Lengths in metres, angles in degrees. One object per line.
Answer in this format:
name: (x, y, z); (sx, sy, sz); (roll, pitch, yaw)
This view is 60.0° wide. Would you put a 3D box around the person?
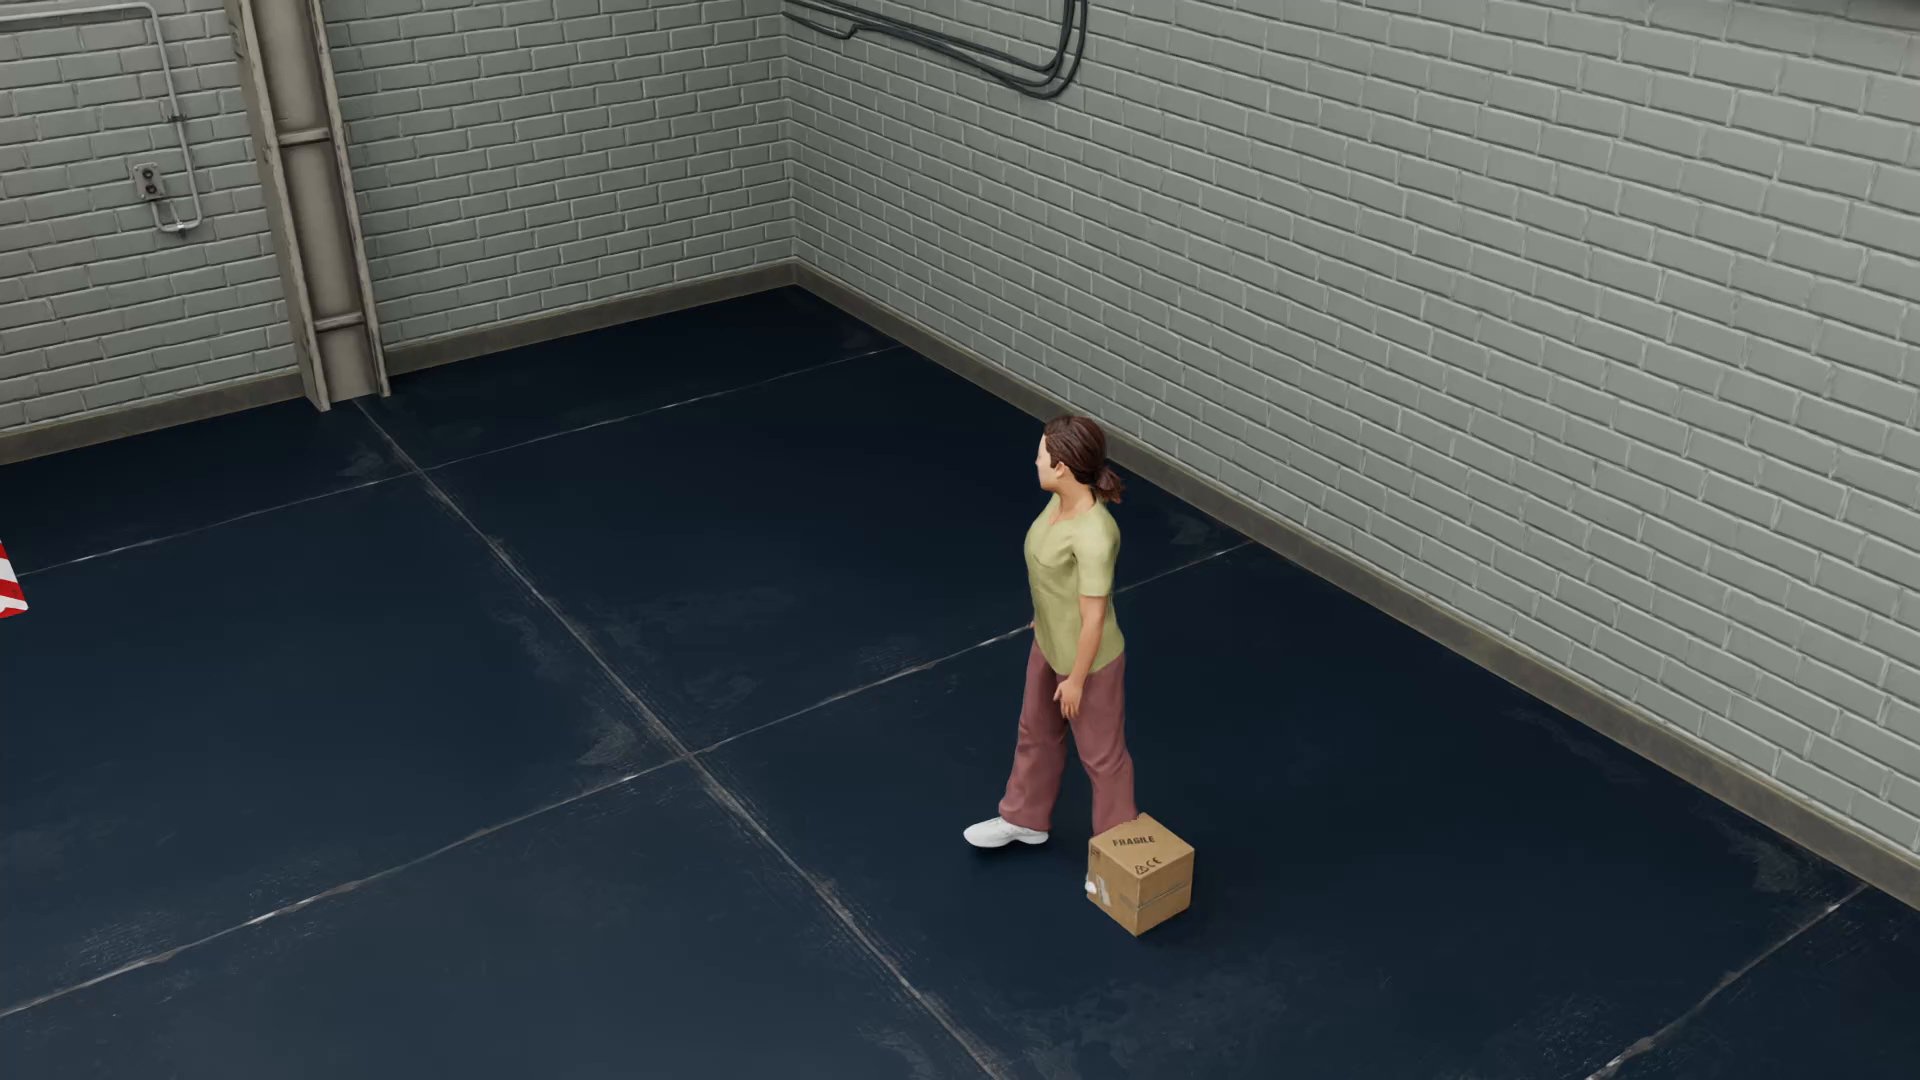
person: (0.327, 0.363, 5.414); (0.584, 1.666, 0.550); (-8, 30, -14)
